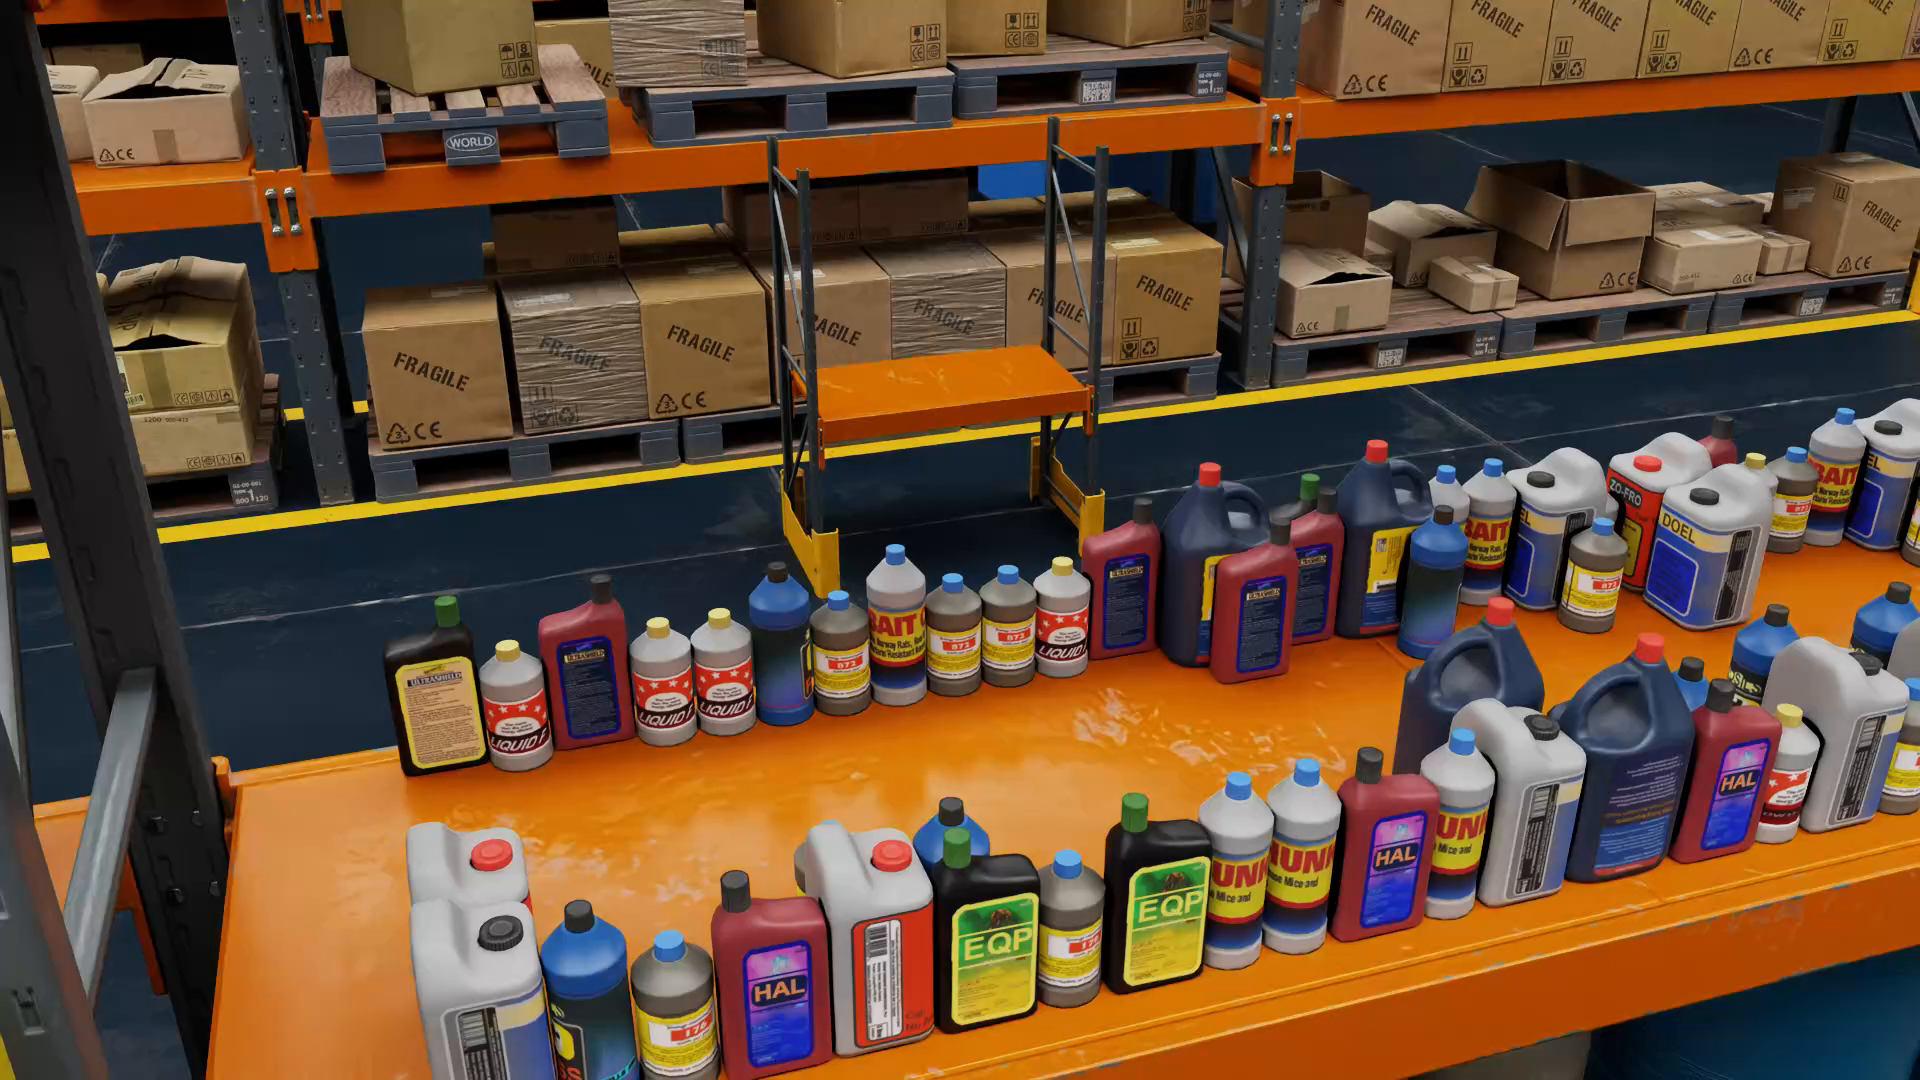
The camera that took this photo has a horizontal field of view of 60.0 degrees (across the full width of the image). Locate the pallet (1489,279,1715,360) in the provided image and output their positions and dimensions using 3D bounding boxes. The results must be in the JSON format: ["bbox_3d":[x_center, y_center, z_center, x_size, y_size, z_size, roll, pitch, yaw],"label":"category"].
[{"bbox_3d":[3.026,-1.253,8.538,1.213,0.211,1.003,-8,28,-16],"label":"pallet"}]

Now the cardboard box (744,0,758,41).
[{"bbox_3d":[-1.749,-3.290,11.449,0.750,0.750,0.750,-7,27,-15],"label":"cardboard box"}]

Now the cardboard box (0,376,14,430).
[{"bbox_3d":[-3.506,-0.645,6.165,0.500,0.311,0.500,-9,28,-17],"label":"cardboard box"}]

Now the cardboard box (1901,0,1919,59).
[{"bbox_3d":[4.673,-2.658,8.117,0.500,0.500,0.500,-7,27,-15],"label":"cardboard box"}]

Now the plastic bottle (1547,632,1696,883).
[{"bbox_3d":[0.921,0.295,2.338,0.185,0.351,0.144,-8,28,-16],"label":"plastic bottle"}]

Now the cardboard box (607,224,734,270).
[{"bbox_3d":[-1.284,-1.065,7.337,0.500,0.500,0.500,-9,28,-18],"label":"cardboard box"}]

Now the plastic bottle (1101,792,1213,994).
[{"bbox_3d":[0.250,0.442,2.118,0.133,0.283,0.061,-8,28,-16],"label":"plastic bottle"}]

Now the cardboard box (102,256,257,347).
[{"bbox_3d":[-3.181,-0.948,6.775,0.500,0.311,0.500,-7,27,-14],"label":"cardboard box"}]

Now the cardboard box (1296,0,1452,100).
[{"bbox_3d":[1.780,-2.239,7.273,0.500,0.500,0.500,-8,27,-15],"label":"cardboard box"}]

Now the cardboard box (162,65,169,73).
[{"bbox_3d":[-5.324,-2.716,10.665,0.500,0.500,0.700,-8,28,-16],"label":"cardboard box"}]

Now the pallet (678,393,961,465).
[{"bbox_3d":[-0.713,-0.692,7.407,1.213,0.211,1.003,-8,28,-16],"label":"pallet"}]

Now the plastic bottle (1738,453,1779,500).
[{"bbox_3d":[1.531,-0.071,3.242,0.097,0.201,0.097,0,26,0],"label":"plastic bottle"}]

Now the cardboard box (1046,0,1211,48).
[{"bbox_3d":[0.691,-2.501,7.330,0.500,0.500,0.700,-19,32,-33],"label":"cardboard box"}]

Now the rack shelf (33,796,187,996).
[{"bbox_3d":[-2.964,1.005,1.662,4.000,0.370,1.077,-8,28,-16],"label":"rack shelf"}]

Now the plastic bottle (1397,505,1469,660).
[{"bbox_3d":[0.823,0.068,2.884,0.097,0.271,0.097,0,26,0],"label":"plastic bottle"}]

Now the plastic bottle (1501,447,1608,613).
[{"bbox_3d":[1.082,-0.026,3.069,0.135,0.276,0.152,-8,28,-16],"label":"plastic bottle"}]

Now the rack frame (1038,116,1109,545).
[{"bbox_3d":[0.402,-0.730,6.034,0.032,1.500,0.500,-8,28,-16],"label":"rack frame"}]

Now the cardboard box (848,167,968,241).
[{"bbox_3d":[-0.275,-1.551,7.473,0.500,0.250,0.500,-8,28,-16],"label":"cardboard box"}]

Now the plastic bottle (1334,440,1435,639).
[{"bbox_3d":[0.744,-0.013,2.958,0.185,0.351,0.144,-8,28,-16],"label":"plastic bottle"}]

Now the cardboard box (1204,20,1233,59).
[{"bbox_3d":[1.888,-3.675,12.618,0.500,0.500,0.700,-9,28,-18],"label":"cardboard box"}]

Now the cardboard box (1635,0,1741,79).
[{"bbox_3d":[3.225,-2.449,7.697,0.500,0.500,0.500,-9,28,-17],"label":"cardboard box"}]

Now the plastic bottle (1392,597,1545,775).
[{"bbox_3d":[0.746,0.249,2.431,0.185,0.351,0.144,-8,28,-16],"label":"plastic bottle"}]

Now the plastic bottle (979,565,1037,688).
[{"bbox_3d":[0.081,0.139,2.819,0.097,0.201,0.097,0,26,0],"label":"plastic bottle"}]

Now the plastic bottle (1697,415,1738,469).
[{"bbox_3d":[1.416,-0.099,3.208,0.133,0.283,0.061,-8,28,-16],"label":"plastic bottle"}]

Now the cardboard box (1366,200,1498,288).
[{"bbox_3d":[2.378,-1.533,8.494,0.500,0.311,0.500,-8,28,-16],"label":"cardboard box"}]

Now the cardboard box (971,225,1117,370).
[{"bbox_3d":[0.358,-1.063,7.333,0.500,0.500,0.500,-8,28,-16],"label":"cardboard box"}]

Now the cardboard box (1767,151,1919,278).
[{"bbox_3d":[4.573,-1.688,8.593,0.500,0.500,0.500,-8,28,-16],"label":"cardboard box"}]

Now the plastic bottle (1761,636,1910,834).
[{"bbox_3d":[1.291,0.273,2.467,0.135,0.276,0.152,-8,28,-16],"label":"plastic bottle"}]

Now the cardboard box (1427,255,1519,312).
[{"bbox_3d":[2.496,-1.256,8.099,0.250,0.166,0.380,-8,28,-16],"label":"cardboard box"}]

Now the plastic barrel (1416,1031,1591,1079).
[{"bbox_3d":[0.981,0.988,3.213,0.421,0.512,0.421,0,26,0],"label":"plastic barrel"}]

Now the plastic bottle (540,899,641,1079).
[{"bbox_3d":[-0.432,0.537,1.939,0.097,0.271,0.097,0,26,0],"label":"plastic bottle"}]

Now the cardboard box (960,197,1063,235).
[{"bbox_3d":[0.172,-1.274,7.760,0.500,0.500,0.500,-8,27,-15],"label":"cardboard box"}]

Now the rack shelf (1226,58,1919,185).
[{"bbox_3d":[3.113,-2.192,8.101,4.000,0.370,1.077,-8,28,-16],"label":"rack shelf"}]

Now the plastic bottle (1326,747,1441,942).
[{"bbox_3d":[0.562,0.396,2.209,0.133,0.283,0.061,-8,28,-16],"label":"plastic bottle"}]

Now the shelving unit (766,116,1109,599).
[{"bbox_3d":[-0.072,-0.661,5.895,1.083,1.500,0.587,-8,28,-16],"label":"shelving unit"}]

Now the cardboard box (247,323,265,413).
[{"bbox_3d":[-3.181,-0.696,6.900,0.500,0.250,0.500,-8,28,-16],"label":"cardboard box"}]

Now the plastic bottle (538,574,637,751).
[{"bbox_3d":[-0.590,0.191,2.623,0.133,0.283,0.061,-8,28,-16],"label":"plastic bottle"}]

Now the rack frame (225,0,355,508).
[{"bbox_3d":[-2.593,-1.688,6.277,0.127,3.000,1.000,-8,28,-16],"label":"rack frame"}]

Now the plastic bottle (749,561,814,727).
[{"bbox_3d":[-0.290,0.162,2.696,0.097,0.271,0.097,0,26,0],"label":"plastic bottle"}]

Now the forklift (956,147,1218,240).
[{"bbox_3d":[0.426,-3.327,9.655,1.130,2.935,3.031,-9,28,-18],"label":"forklift"}]

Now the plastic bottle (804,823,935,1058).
[{"bbox_3d":[-0.111,0.476,2.058,0.135,0.276,0.152,-8,28,-16],"label":"plastic bottle"}]

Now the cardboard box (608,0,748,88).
[{"bbox_3d":[-1.100,-2.100,6.523,0.500,0.500,0.700,-3,27,-6],"label":"cardboard box"}]

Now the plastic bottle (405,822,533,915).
[{"bbox_3d":[-0.598,0.475,2.059,0.135,0.276,0.152,-8,28,-16],"label":"plastic bottle"}]

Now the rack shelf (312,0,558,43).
[{"bbox_3d":[-2.228,-3.735,11.209,4.000,0.370,1.077,-8,28,-16],"label":"rack shelf"}]

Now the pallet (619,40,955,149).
[{"bbox_3d":[-0.745,-1.872,6.863,1.213,0.211,1.003,-8,28,-16],"label":"pallet"}]

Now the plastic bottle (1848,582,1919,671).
[{"bbox_3d":[1.455,0.193,2.633,0.097,0.271,0.097,0,26,0],"label":"plastic bottle"}]

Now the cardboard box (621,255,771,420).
[{"bbox_3d":[-1.097,-0.849,6.902,0.500,0.500,0.500,-9,28,-17],"label":"cardboard box"}]

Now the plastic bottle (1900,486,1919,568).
[{"bbox_3d":[1.892,-0.052,3.204,0.097,0.201,0.097,0,26,0],"label":"plastic bottle"}]

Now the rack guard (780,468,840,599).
[{"bbox_3d":[-0.546,-0.033,6.035,0.087,0.250,0.587,-8,28,-16],"label":"rack guard"}]

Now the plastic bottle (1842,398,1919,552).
[{"bbox_3d":[1.835,-0.135,3.289,0.135,0.276,0.152,-8,28,-16],"label":"plastic bottle"}]

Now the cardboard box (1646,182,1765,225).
[{"bbox_3d":[3.934,-1.731,8.961,0.500,0.250,0.500,-8,28,-16],"label":"cardboard box"}]
